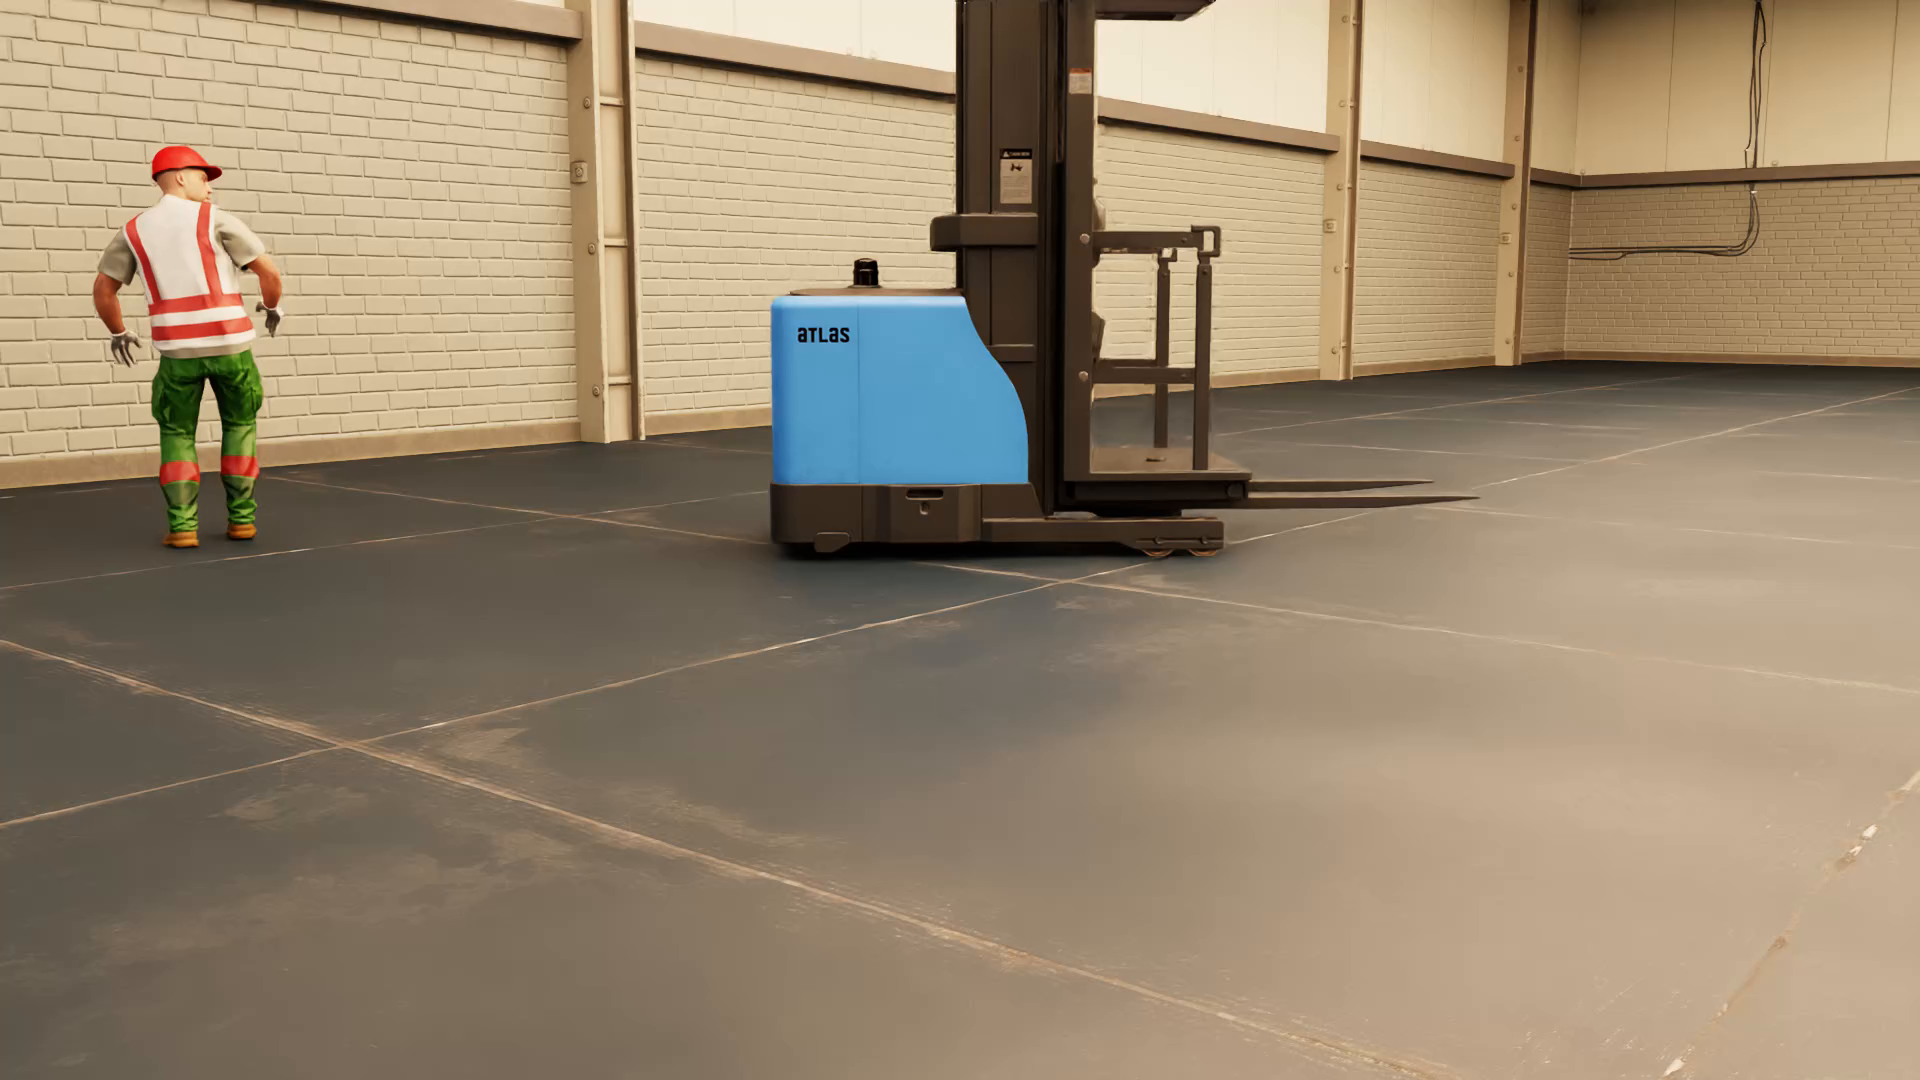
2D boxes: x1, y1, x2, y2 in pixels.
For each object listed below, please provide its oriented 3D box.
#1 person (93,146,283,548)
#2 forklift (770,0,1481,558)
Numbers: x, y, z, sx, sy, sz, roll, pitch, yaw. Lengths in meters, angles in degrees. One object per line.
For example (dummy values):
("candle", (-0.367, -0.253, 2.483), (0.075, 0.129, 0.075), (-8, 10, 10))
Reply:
("person", (-3.339, -0.839, 7.253), (0.763, 1.728, 0.520), (-2, 9, -15))
("forklift", (0.708, -1.452, 7.207), (3.031, 2.935, 1.130), (0, 8, -3))
